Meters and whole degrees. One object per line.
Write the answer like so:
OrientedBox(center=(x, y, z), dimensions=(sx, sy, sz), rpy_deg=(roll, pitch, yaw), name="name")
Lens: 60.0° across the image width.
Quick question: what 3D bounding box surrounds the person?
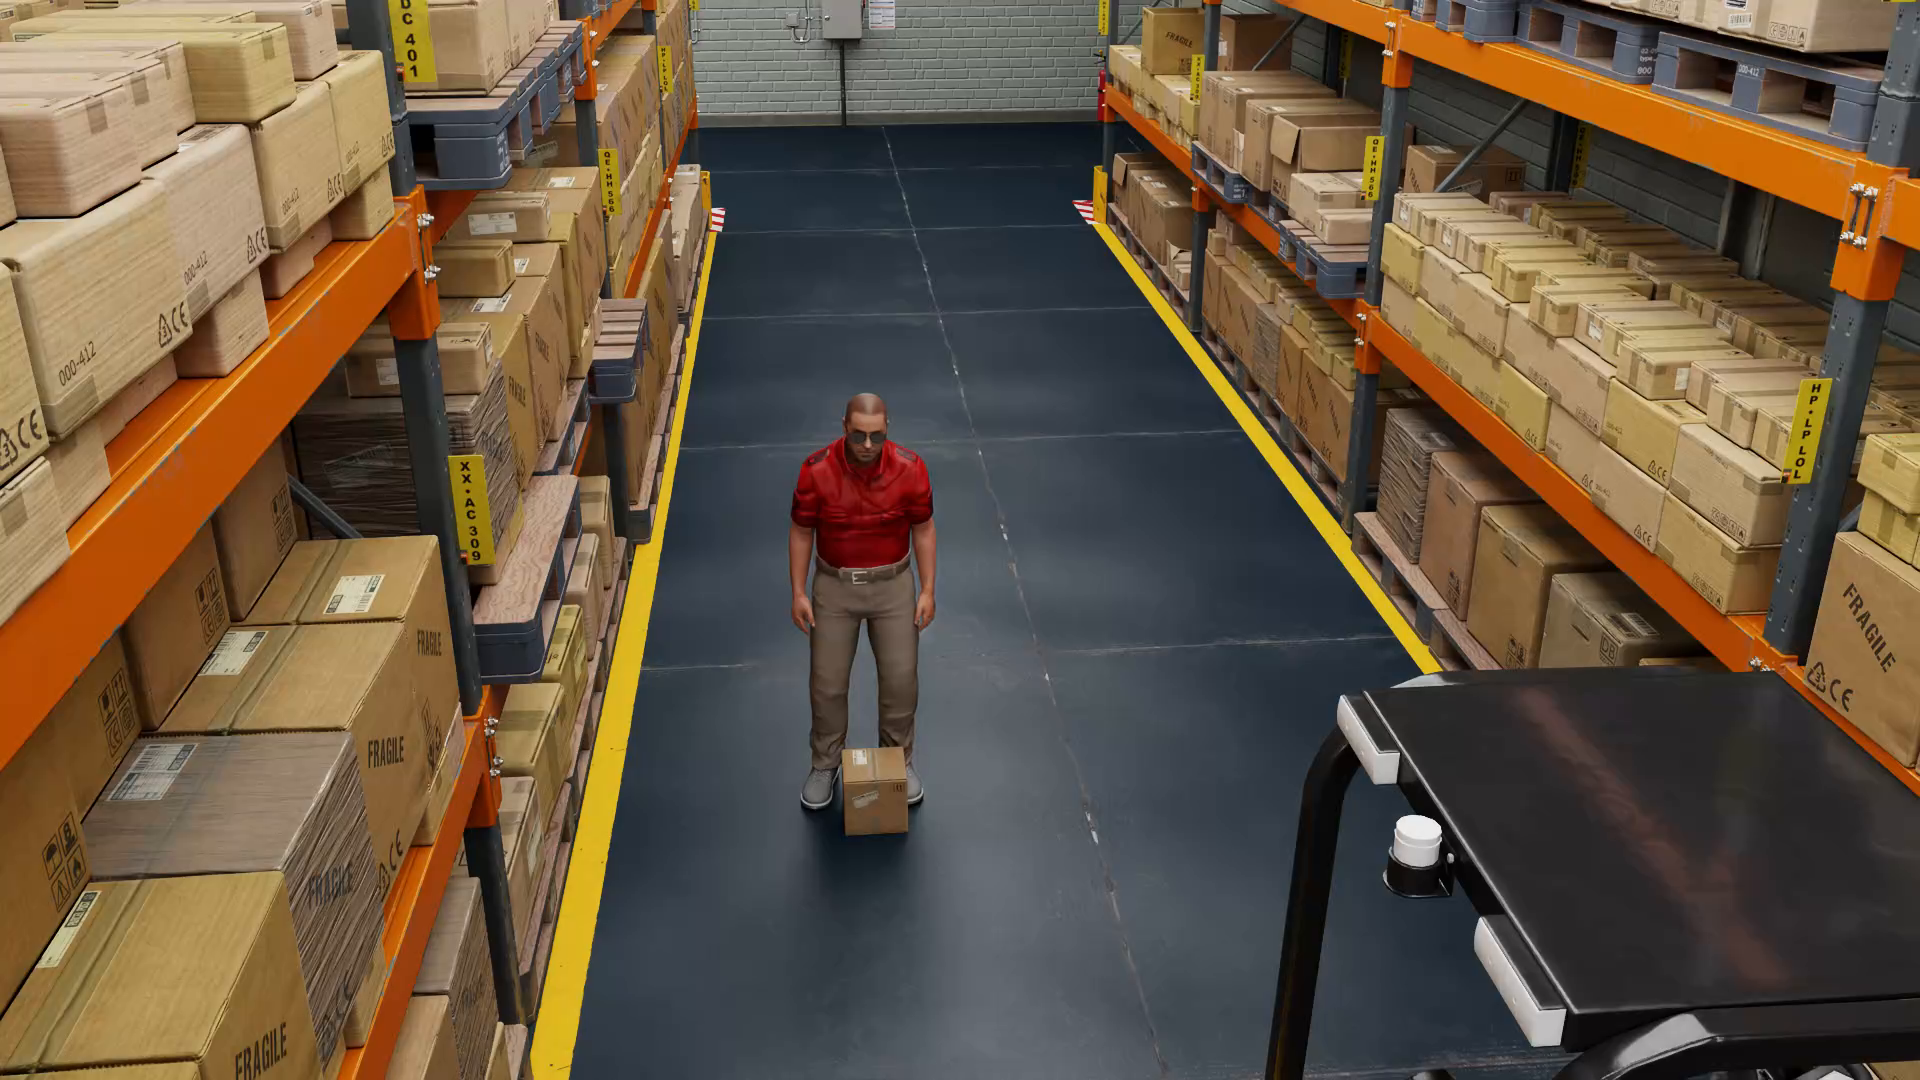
OrientedBox(center=(-0.380, 0.227, 6.597), dimensions=(0.584, 1.726, 0.399), rpy_deg=(-2, 24, -6), name="person")
